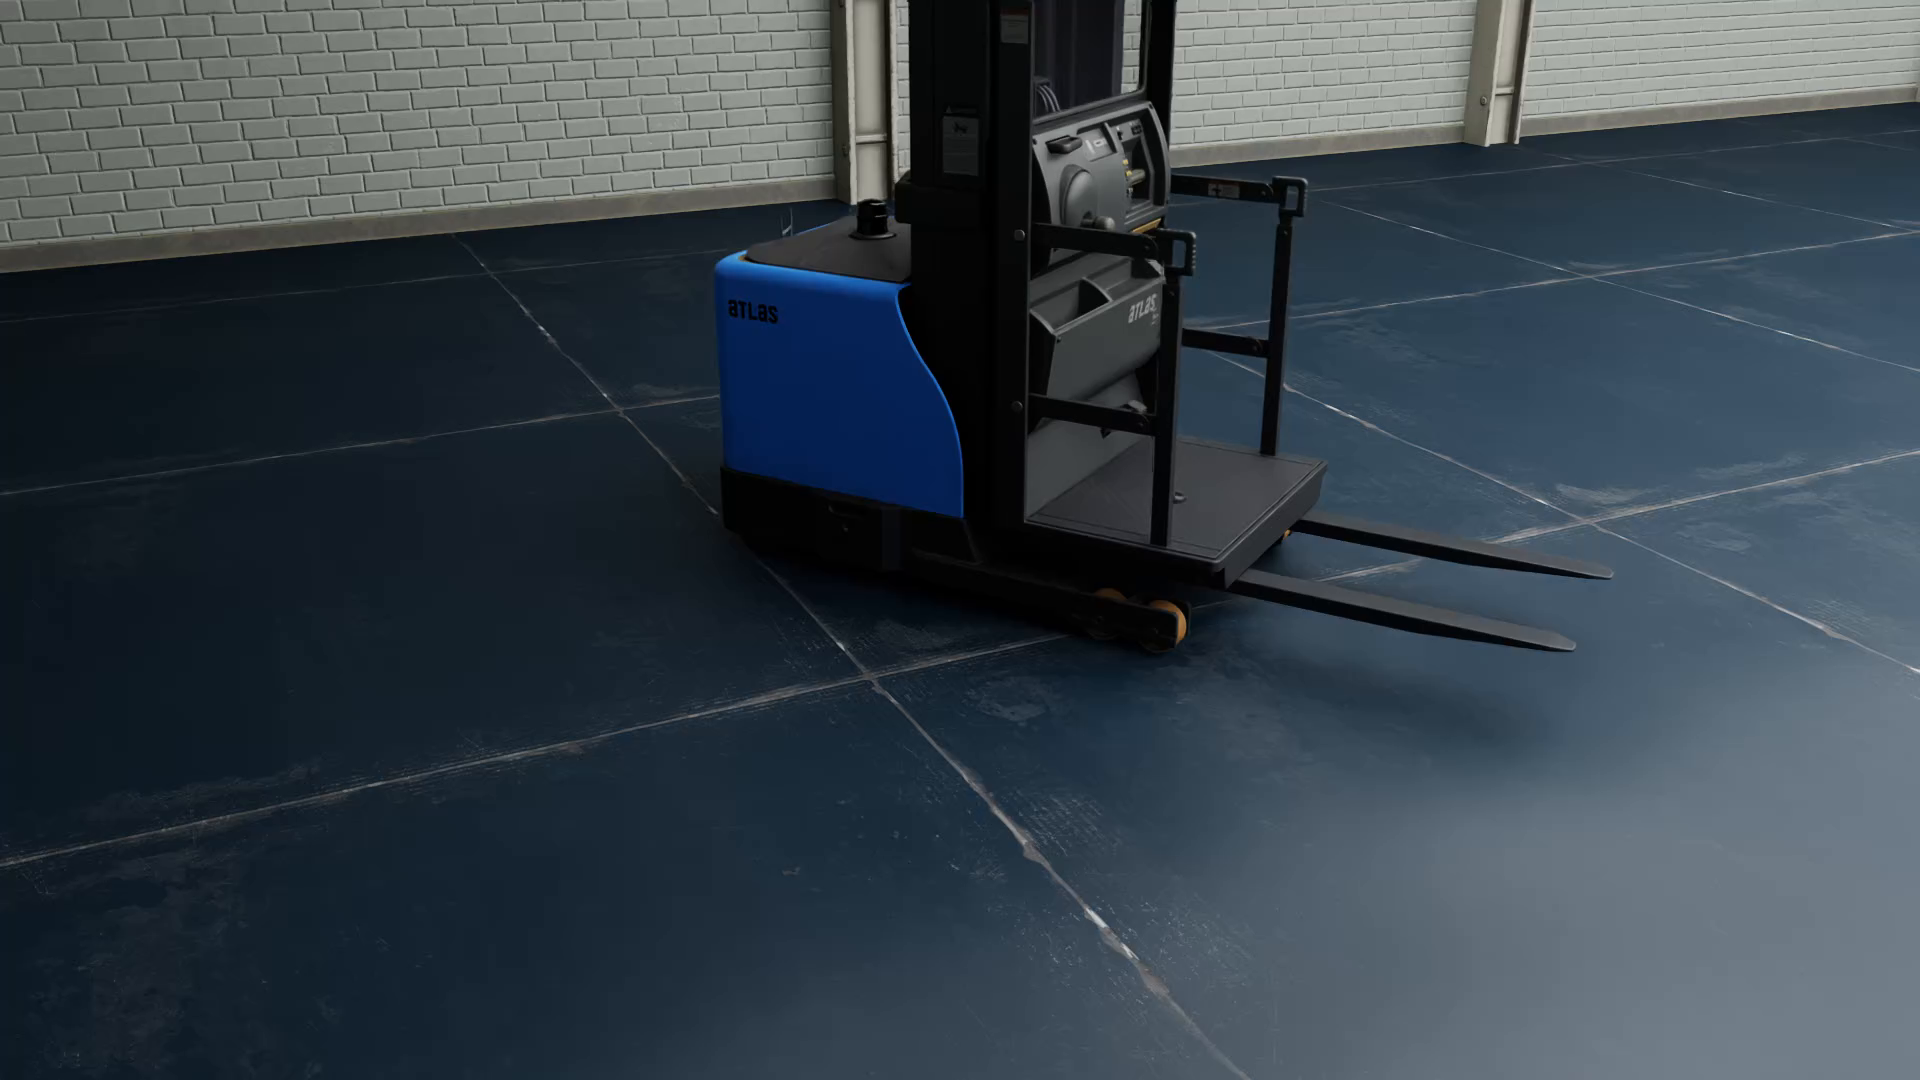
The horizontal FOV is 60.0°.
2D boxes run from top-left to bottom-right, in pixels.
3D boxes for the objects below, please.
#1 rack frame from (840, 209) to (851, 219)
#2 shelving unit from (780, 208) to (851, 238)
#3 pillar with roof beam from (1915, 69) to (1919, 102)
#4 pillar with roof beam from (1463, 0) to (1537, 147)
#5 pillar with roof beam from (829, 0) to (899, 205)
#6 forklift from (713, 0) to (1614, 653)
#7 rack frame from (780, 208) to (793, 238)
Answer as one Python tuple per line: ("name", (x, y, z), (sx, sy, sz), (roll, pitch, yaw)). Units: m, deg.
("rack frame", (-0.457, -0.823, 6.863), (0.008, 1.050, 0.200), (2, 23, 6))
("shelving unit", (-0.578, -0.827, 6.876), (0.252, 1.050, 0.215), (2, 23, 6))
("pillar with roof beam", (11.988, -7.207, 11.896), (0.400, 9.000, 9.100), (-10, 25, -24))
("pillar with roof beam", (6.582, -6.212, 9.492), (0.400, 9.000, 9.100), (-10, 25, -24))
("pillar with roof beam", (1.176, -5.217, 7.087), (0.400, 9.000, 9.100), (-10, 25, -24))
("forklift", (0.652, -1.222, 5.369), (3.031, 2.935, 1.130), (12, 26, 27))
("rack frame", (-0.700, -0.832, 6.888), (0.008, 1.050, 0.200), (2, 23, 6))
